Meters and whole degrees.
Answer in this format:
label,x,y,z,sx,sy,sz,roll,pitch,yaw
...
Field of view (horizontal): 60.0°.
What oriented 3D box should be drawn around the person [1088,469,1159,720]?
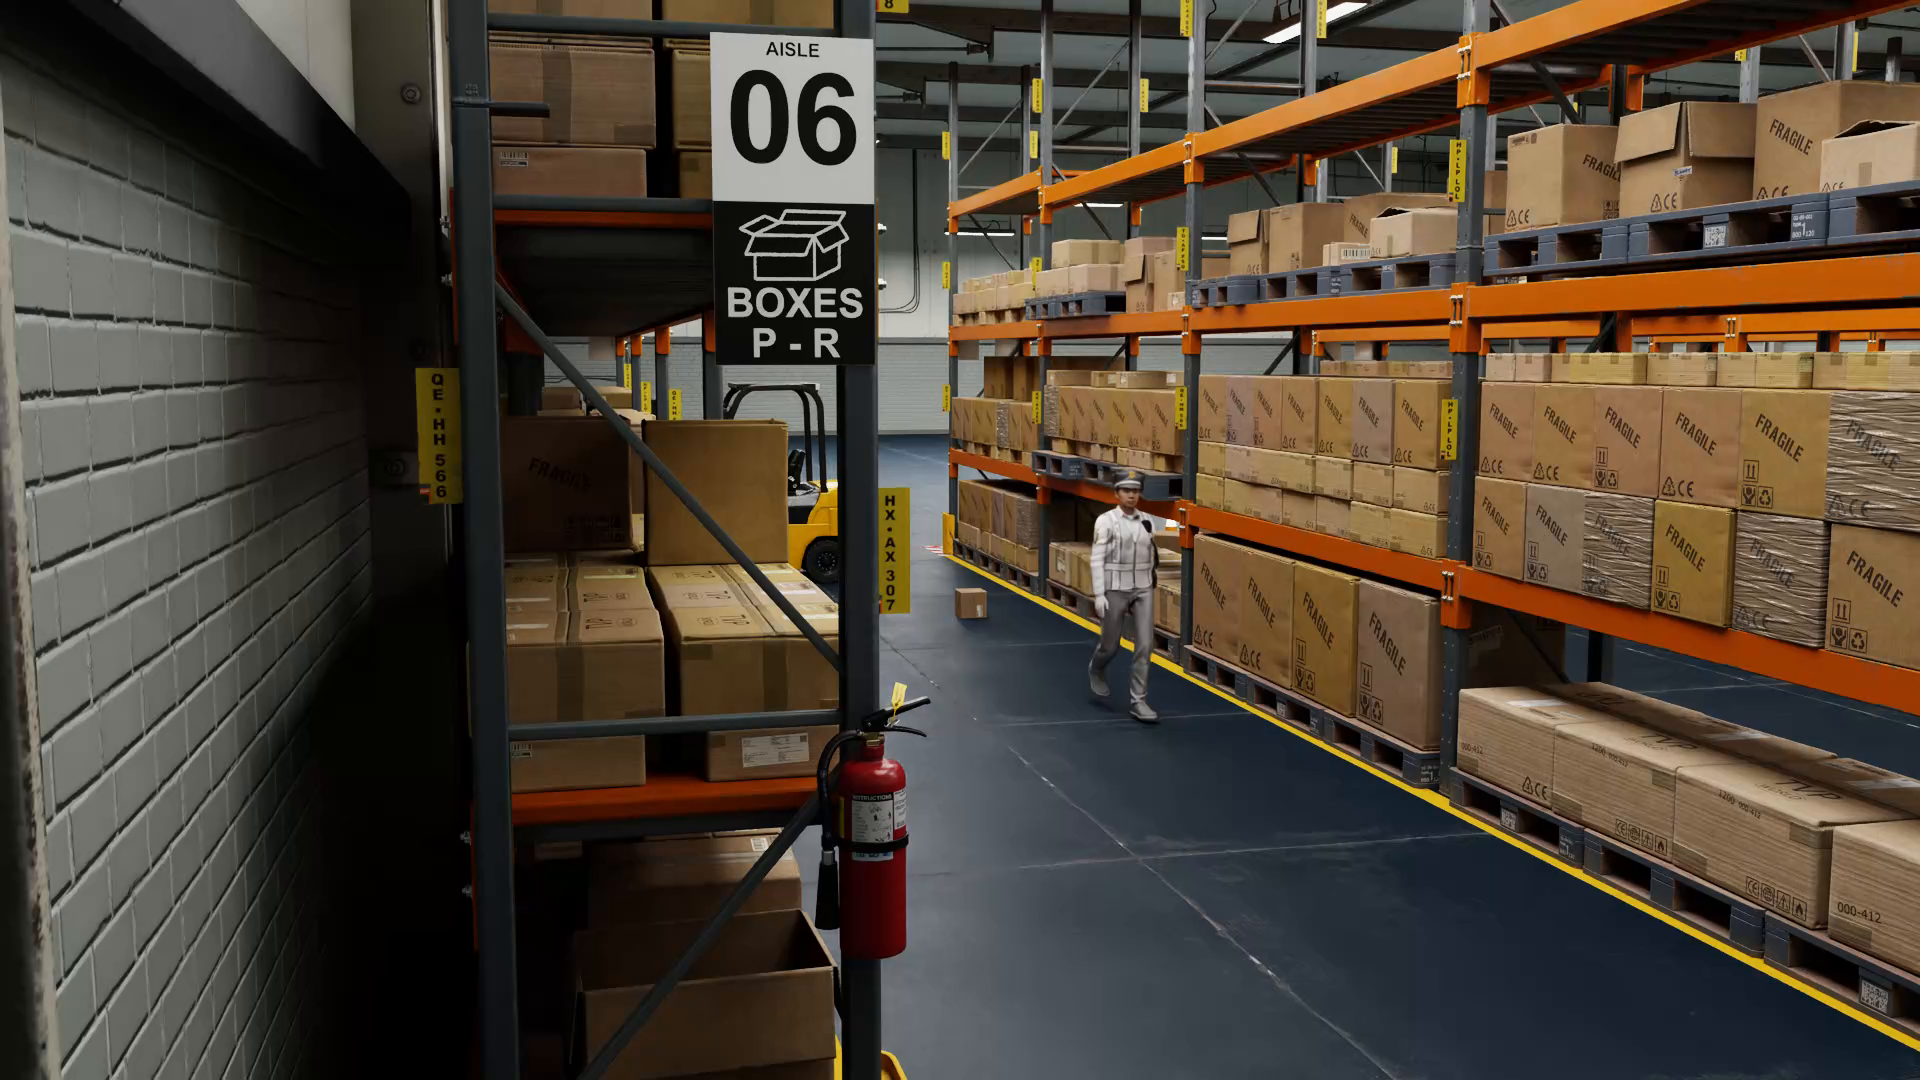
label,x,y,z,sx,sy,sz,roll,pitch,yaw
person,1.112,0.348,11.320,0.494,1.645,0.817,-2,6,-15
